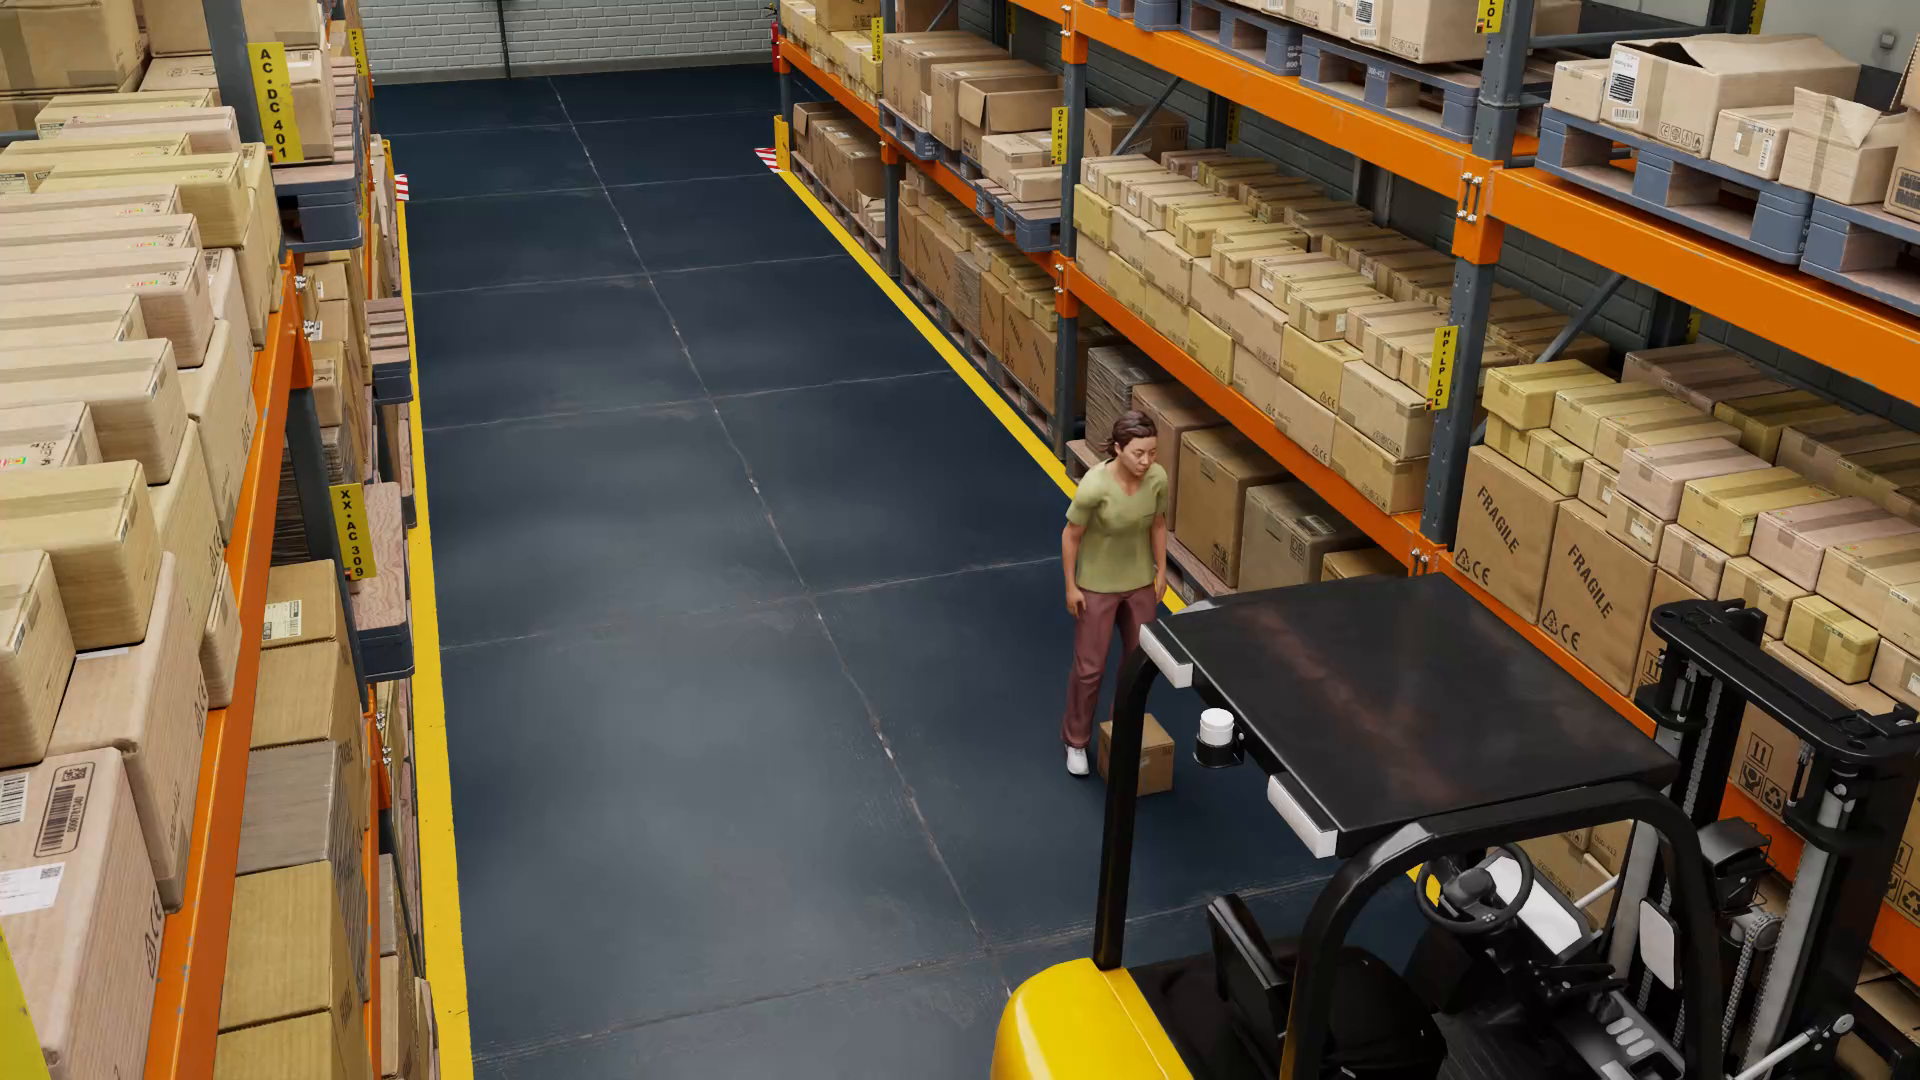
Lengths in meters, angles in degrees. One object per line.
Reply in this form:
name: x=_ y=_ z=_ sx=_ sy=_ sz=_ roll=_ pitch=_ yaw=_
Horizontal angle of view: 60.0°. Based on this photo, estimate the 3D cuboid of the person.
person: x=0.685 y=0.209 z=7.198 sx=0.502 sy=1.671 sz=0.364 roll=-9 pitch=28 yaw=-18
